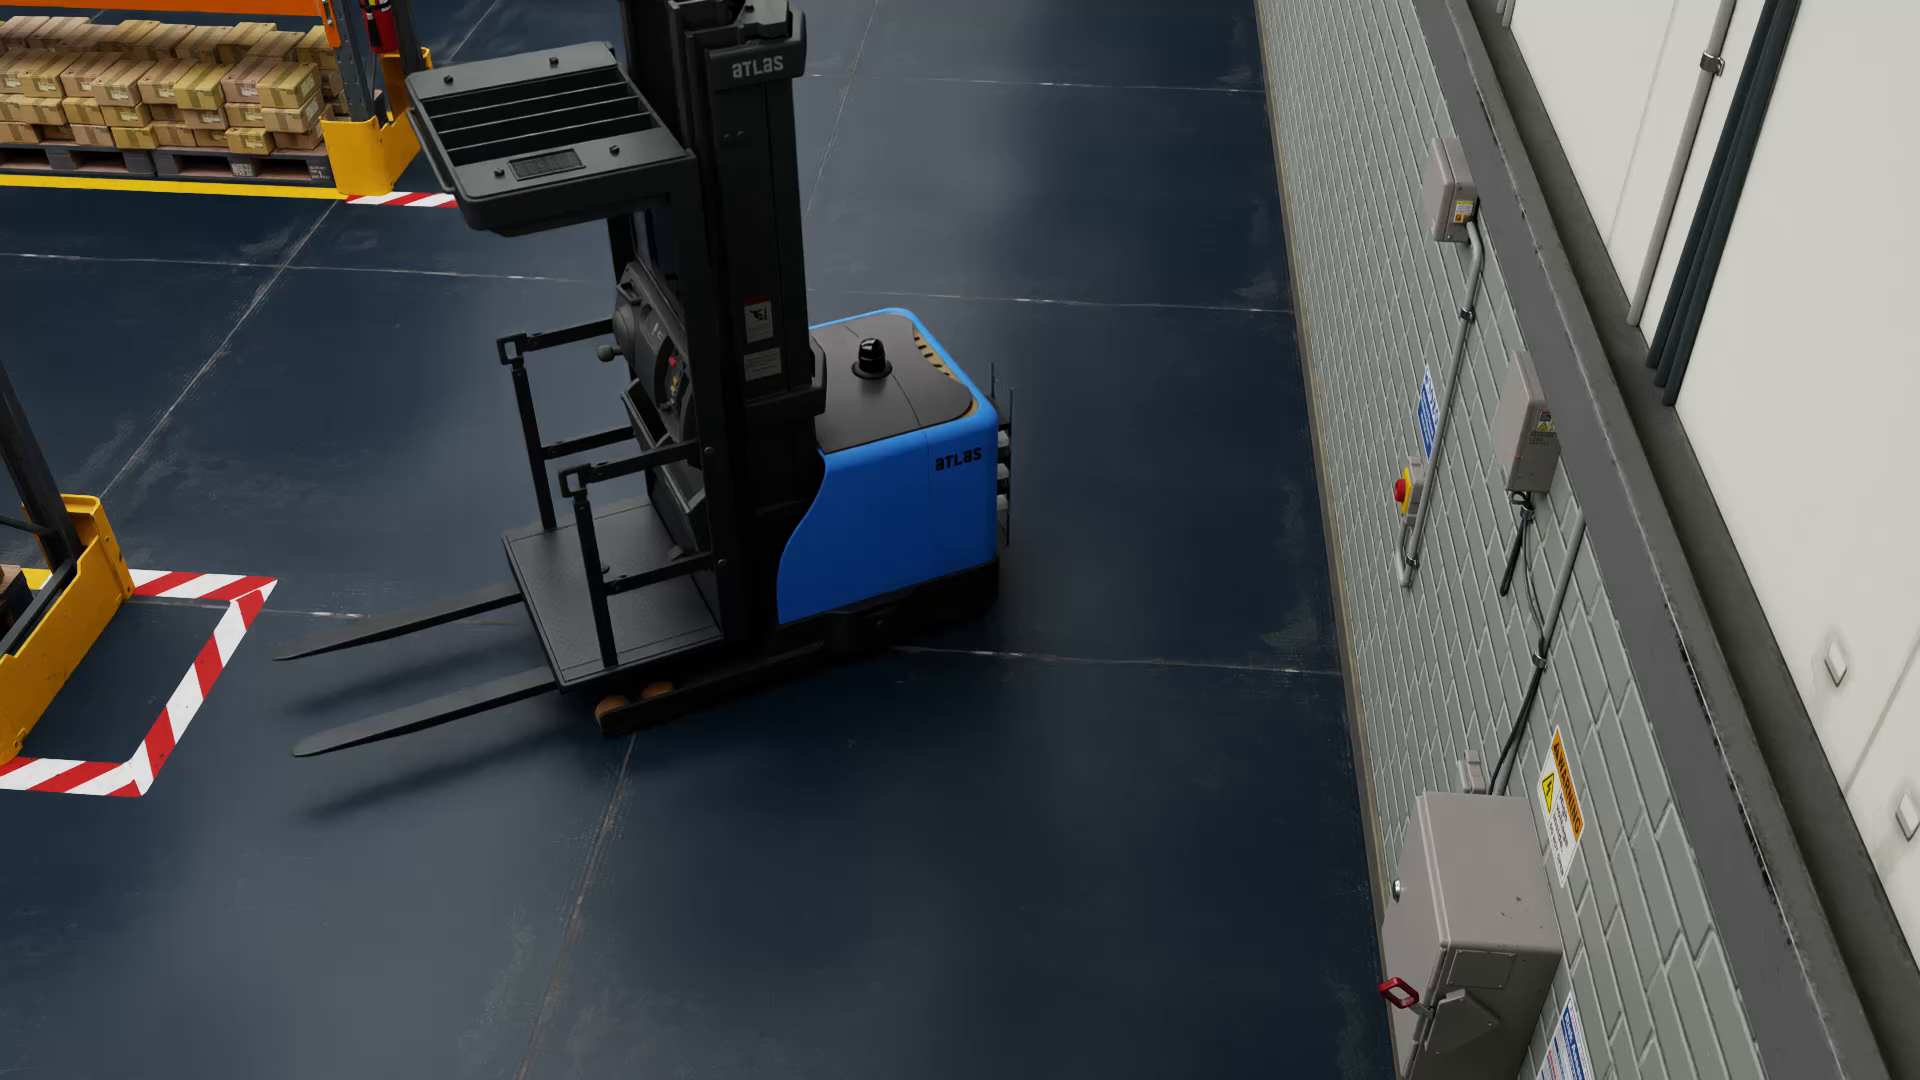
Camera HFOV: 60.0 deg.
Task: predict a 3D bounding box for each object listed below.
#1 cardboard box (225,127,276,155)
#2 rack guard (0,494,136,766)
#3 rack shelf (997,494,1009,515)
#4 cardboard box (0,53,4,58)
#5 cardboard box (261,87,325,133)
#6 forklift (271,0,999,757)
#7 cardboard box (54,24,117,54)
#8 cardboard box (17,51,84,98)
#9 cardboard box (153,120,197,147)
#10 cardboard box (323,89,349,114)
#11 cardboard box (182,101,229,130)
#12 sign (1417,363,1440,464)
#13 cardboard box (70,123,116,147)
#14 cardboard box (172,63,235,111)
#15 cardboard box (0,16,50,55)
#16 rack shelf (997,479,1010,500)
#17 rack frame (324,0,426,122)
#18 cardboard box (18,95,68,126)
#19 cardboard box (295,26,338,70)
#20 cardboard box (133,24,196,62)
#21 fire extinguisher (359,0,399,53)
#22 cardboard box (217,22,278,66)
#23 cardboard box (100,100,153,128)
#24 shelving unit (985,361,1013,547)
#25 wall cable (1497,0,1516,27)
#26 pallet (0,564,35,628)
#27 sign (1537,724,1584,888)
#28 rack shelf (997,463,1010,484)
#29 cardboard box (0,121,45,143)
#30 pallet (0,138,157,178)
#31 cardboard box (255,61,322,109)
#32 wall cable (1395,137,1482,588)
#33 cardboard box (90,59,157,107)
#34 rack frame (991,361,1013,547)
[{"bbox_3d":[-4.510,-2.633,10.705,0.250,0.149,0.380,4,39,5],"label":"cardboard box"},{"bbox_3d":[-4.006,0.361,7.081,0.348,0.500,1.175,3,39,4],"label":"rack guard"},{"bbox_3d":[0.091,-0.197,7.788,0.200,0.077,0.258,-13,41,-16],"label":"rack shelf"},{"bbox_3d":[-6.329,-2.985,10.666,0.250,0.149,0.380,4,39,5],"label":"cardboard box"},{"bbox_3d":[-4.254,-2.750,10.613,0.250,0.149,0.380,2,39,3],"label":"cardboard box"},{"bbox_3d":[-1.385,-0.709,6.470,3.031,2.935,1.130,-16,42,-19],"label":"forklift"},{"bbox_3d":[-5.767,-3.271,11.018,0.250,0.149,0.380,3,39,4],"label":"cardboard box"},{"bbox_3d":[-5.808,-2.984,10.665,0.250,0.149,0.380,3,39,4],"label":"cardboard box"},{"bbox_3d":[-5.013,-2.707,10.796,0.250,0.149,0.380,4,39,4],"label":"cardboard box"},{"bbox_3d":[-4.197,-3.015,11.175,0.250,0.149,0.380,4,39,5],"label":"cardboard box"},{"bbox_3d":[-4.771,-2.777,10.647,0.250,0.149,0.380,2,39,2],"label":"cardboard box"},{"bbox_3d":[1.655,-0.449,5.882,0.001,0.218,0.327,3,39,4],"label":"sign"},{"bbox_3d":[-5.543,-2.709,10.798,0.250,0.149,0.380,4,39,5],"label":"cardboard box"},{"bbox_3d":[-4.767,-2.870,10.524,0.250,0.149,0.380,2,39,3],"label":"cardboard box"},{"bbox_3d":[-6.275,-3.361,11.127,0.250,0.149,0.380,1,39,2],"label":"cardboard box"},{"bbox_3d":[0.091,-0.267,7.731,0.200,0.077,0.258,-13,41,-16],"label":"rack shelf"},{"bbox_3d":[-3.703,-3.728,10.125,0.127,3.000,1.000,3,39,4],"label":"rack frame"},{"bbox_3d":[-5.819,-2.821,10.700,0.250,0.149,0.380,4,39,4],"label":"cardboard box"},{"bbox_3d":[-4.196,-3.259,11.002,0.250,0.149,0.380,1,39,2],"label":"cardboard box"},{"bbox_3d":[-5.251,-3.275,11.022,0.250,0.149,0.380,5,39,6],"label":"cardboard box"},{"bbox_3d":[-3.492,-3.250,9.894,0.183,0.674,0.296,3,39,4],"label":"fire extinguisher"},{"bbox_3d":[-4.721,-3.292,11.043,0.250,0.149,0.380,3,39,4],"label":"cardboard box"},{"bbox_3d":[-5.288,-2.797,10.671,0.250,0.149,0.380,4,39,5],"label":"cardboard box"},{"bbox_3d":[0.091,-0.363,7.653,0.210,0.900,0.258,-13,41,-16],"label":"shelving unit"},{"bbox_3d":[1.662,-2.804,4.237,0.029,3.000,0.463,3,39,4],"label":"wall cable"},{"bbox_3d":[-4.833,0.478,7.167,1.213,0.211,1.003,3,39,4],"label":"pallet"},{"bbox_3d":[1.475,0.652,4.089,0.001,0.242,0.339,3,39,4],"label":"sign"},{"bbox_3d":[0.091,-0.337,7.674,0.200,0.077,0.258,-13,41,-16],"label":"rack shelf"},{"bbox_3d":[-6.057,-2.736,10.832,0.250,0.149,0.380,2,39,3],"label":"cardboard box"},{"bbox_3d":[-5.797,-2.786,11.176,1.213,0.211,1.003,3,39,4],"label":"pallet"},{"bbox_3d":[-4.252,-2.886,10.544,0.250,0.149,0.380,4,39,4],"label":"cardboard box"},{"bbox_3d":[1.590,-0.723,5.604,0.123,1.953,0.585,3,39,4],"label":"wall cable"},{"bbox_3d":[-5.292,-2.903,10.566,0.250,0.149,0.380,5,39,6],"label":"cardboard box"},{"bbox_3d":[0.186,-0.385,7.681,0.006,0.900,0.240,-13,41,-16],"label":"rack frame"}]
